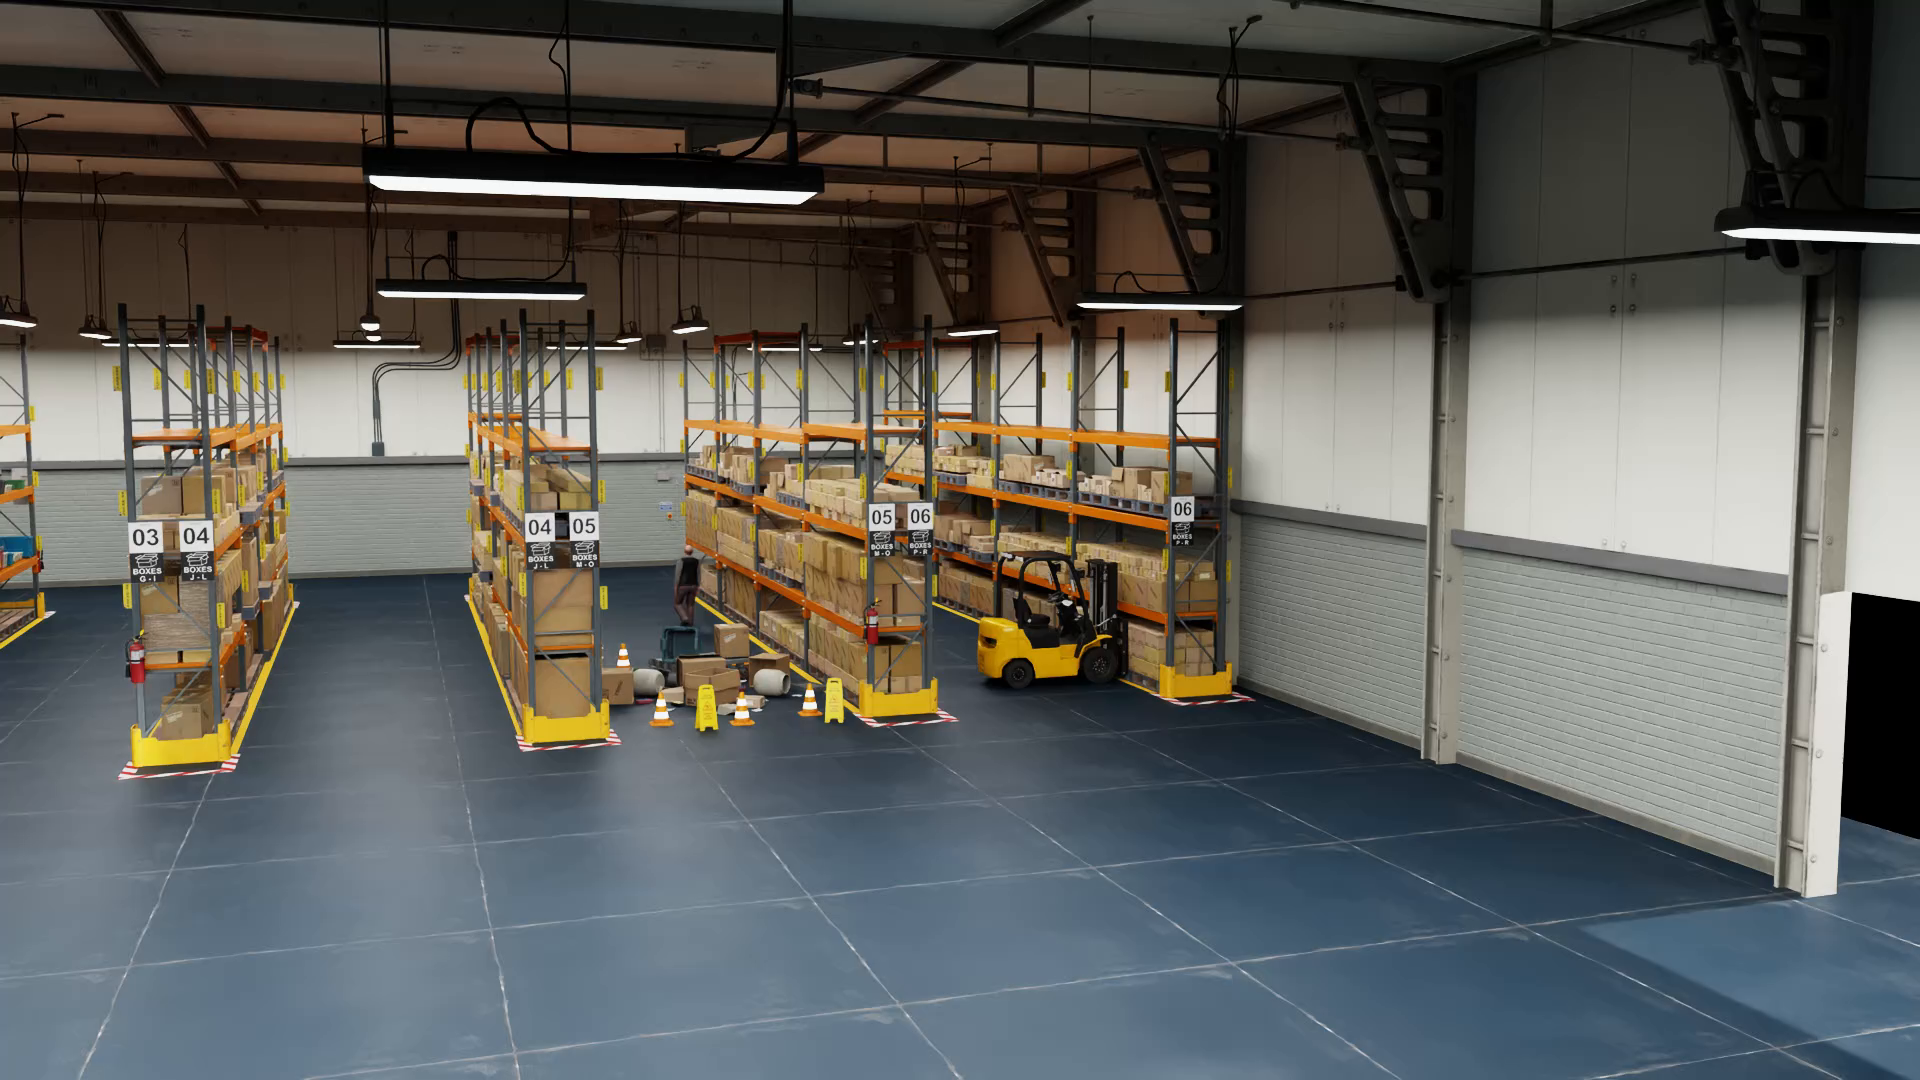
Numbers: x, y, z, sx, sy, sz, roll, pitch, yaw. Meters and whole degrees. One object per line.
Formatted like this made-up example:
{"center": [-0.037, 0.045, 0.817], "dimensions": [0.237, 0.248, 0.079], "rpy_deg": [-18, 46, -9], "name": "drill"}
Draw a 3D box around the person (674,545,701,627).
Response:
{"center": [-5.467, 0.969, 33.454], "dimensions": [0.570, 1.712, 0.464], "rpy_deg": [-3, 6, -29], "name": "person"}
